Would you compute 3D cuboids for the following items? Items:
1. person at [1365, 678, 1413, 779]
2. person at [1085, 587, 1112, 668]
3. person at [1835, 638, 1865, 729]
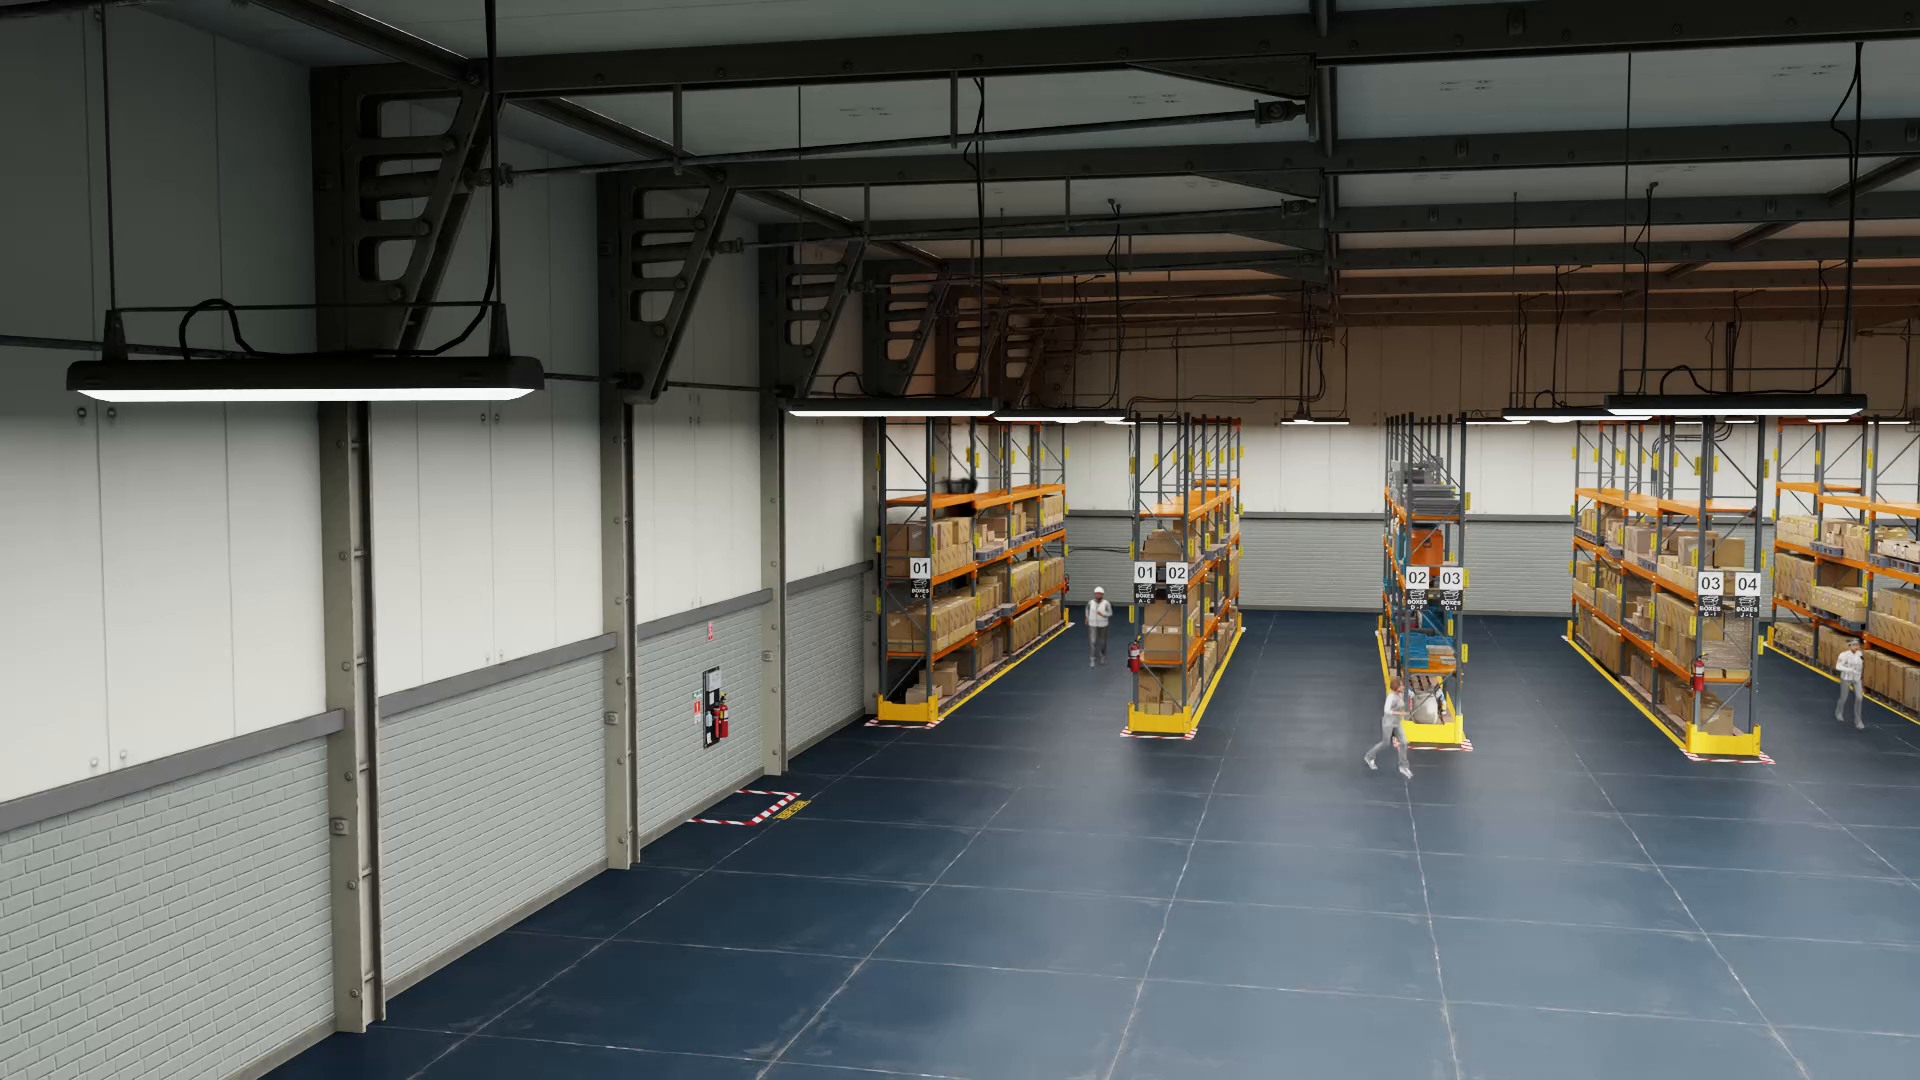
[{"bbox_3d":[7.090,3.074,27.398,0.862,1.619,0.562,4,5,42],"label":"person"},{"bbox_3d":[3.147,1.969,37.829,0.645,1.796,0.849,1,4,12],"label":"person"},{"bbox_3d":[17.085,2.712,31.953,0.536,1.719,0.857,1,4,9],"label":"person"}]
